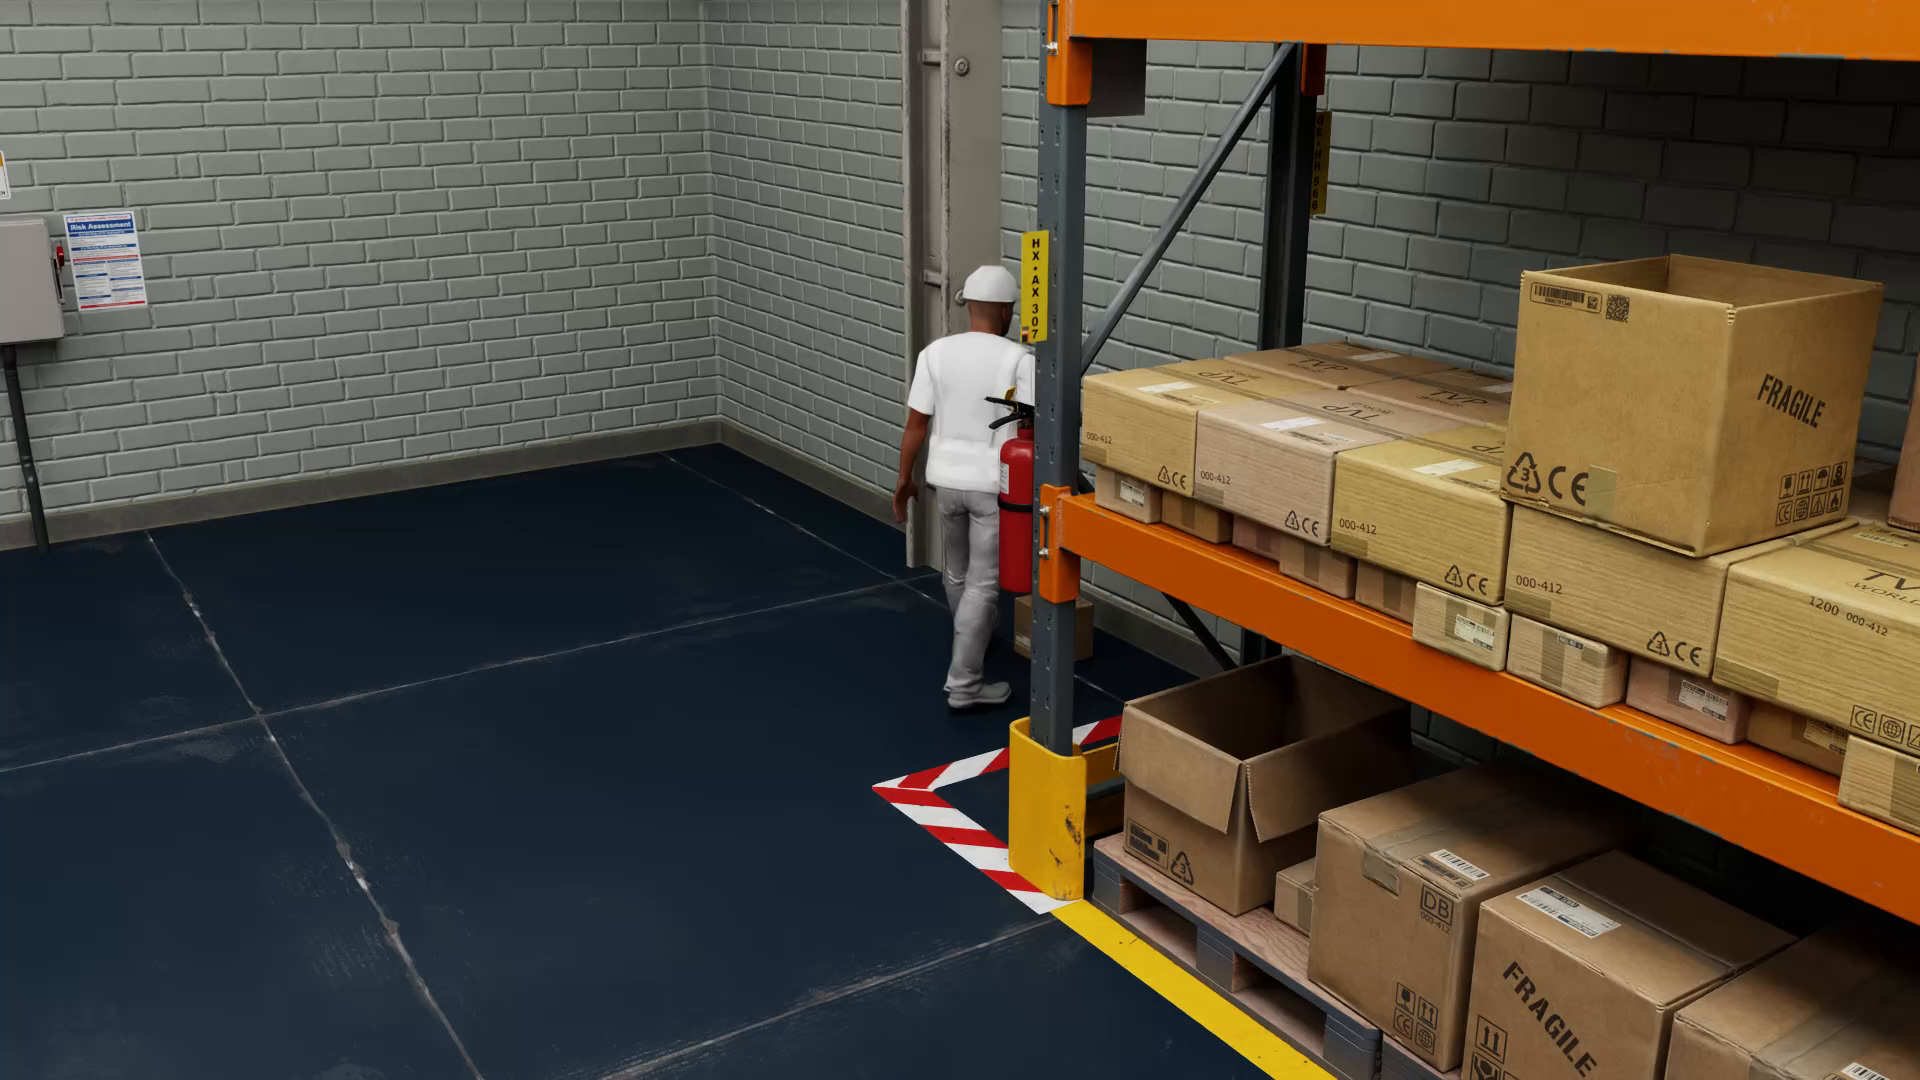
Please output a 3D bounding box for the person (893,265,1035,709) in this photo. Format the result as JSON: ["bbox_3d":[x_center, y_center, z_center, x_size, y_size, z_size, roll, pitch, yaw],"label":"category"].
[{"bbox_3d":[0.127,-0.257,6.803,0.664,1.751,0.869,9,20,25],"label":"person"}]
